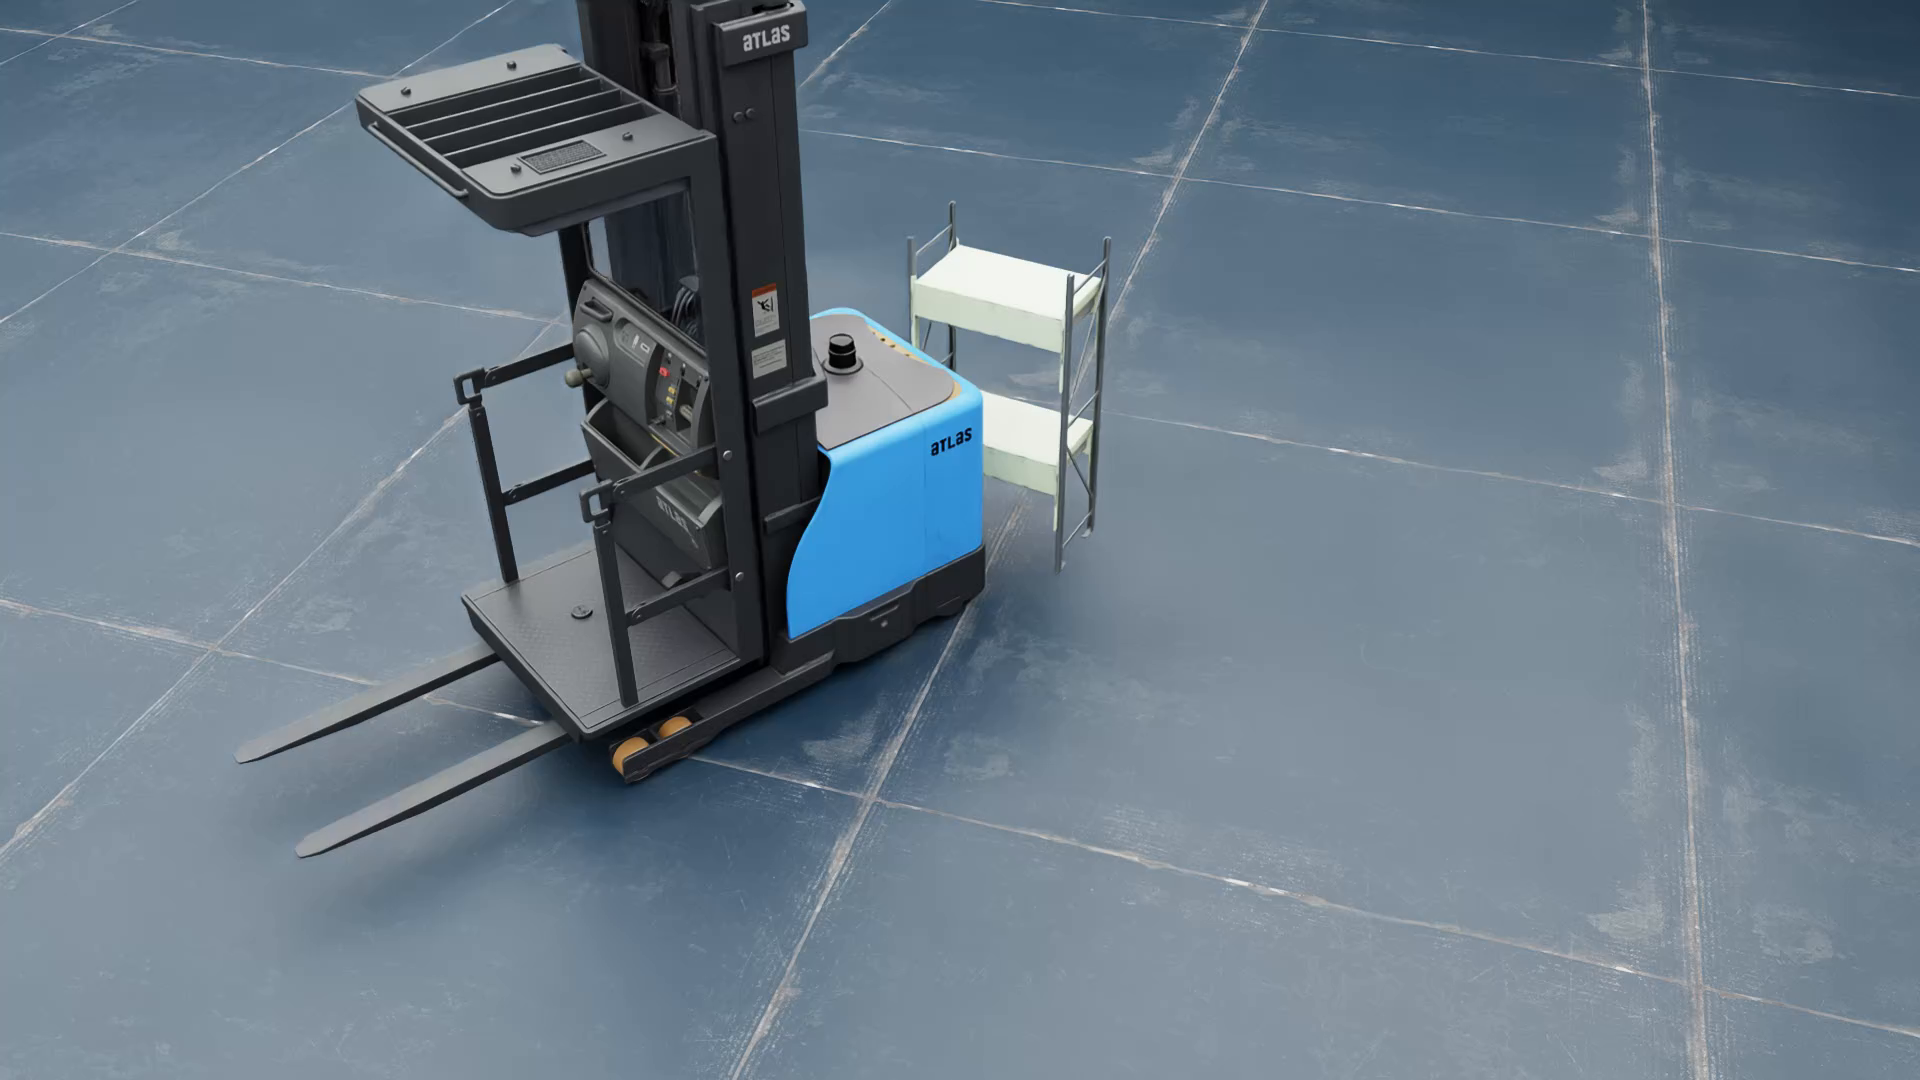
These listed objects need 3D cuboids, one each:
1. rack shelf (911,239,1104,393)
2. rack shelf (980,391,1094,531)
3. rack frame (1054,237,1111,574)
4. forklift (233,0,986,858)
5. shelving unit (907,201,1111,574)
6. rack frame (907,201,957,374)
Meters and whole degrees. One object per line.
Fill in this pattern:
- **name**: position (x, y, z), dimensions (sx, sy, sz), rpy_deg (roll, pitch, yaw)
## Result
- **rack shelf**: position (0.205, -0.972, 7.147), dimensions (0.720, 0.370, 0.431), rpy_deg (17, 40, 22)
- **rack shelf**: position (0.205, -0.395, 7.571), dimensions (0.720, 0.370, 0.431), rpy_deg (17, 40, 22)
- **rack frame**: position (0.529, -0.556, 7.240), dimensions (0.023, 1.500, 0.400), rpy_deg (17, 40, 22)
- **forklift**: position (-1.354, -0.598, 6.090), dimensions (3.031, 2.935, 1.130), rpy_deg (-25, 43, -30)
- **shelving unit**: position (0.205, -0.657, 7.378), dimensions (0.755, 1.500, 0.431), rpy_deg (17, 40, 22)
- **rack frame**: position (-0.118, -0.759, 7.516), dimensions (0.023, 1.500, 0.400), rpy_deg (17, 40, 22)
